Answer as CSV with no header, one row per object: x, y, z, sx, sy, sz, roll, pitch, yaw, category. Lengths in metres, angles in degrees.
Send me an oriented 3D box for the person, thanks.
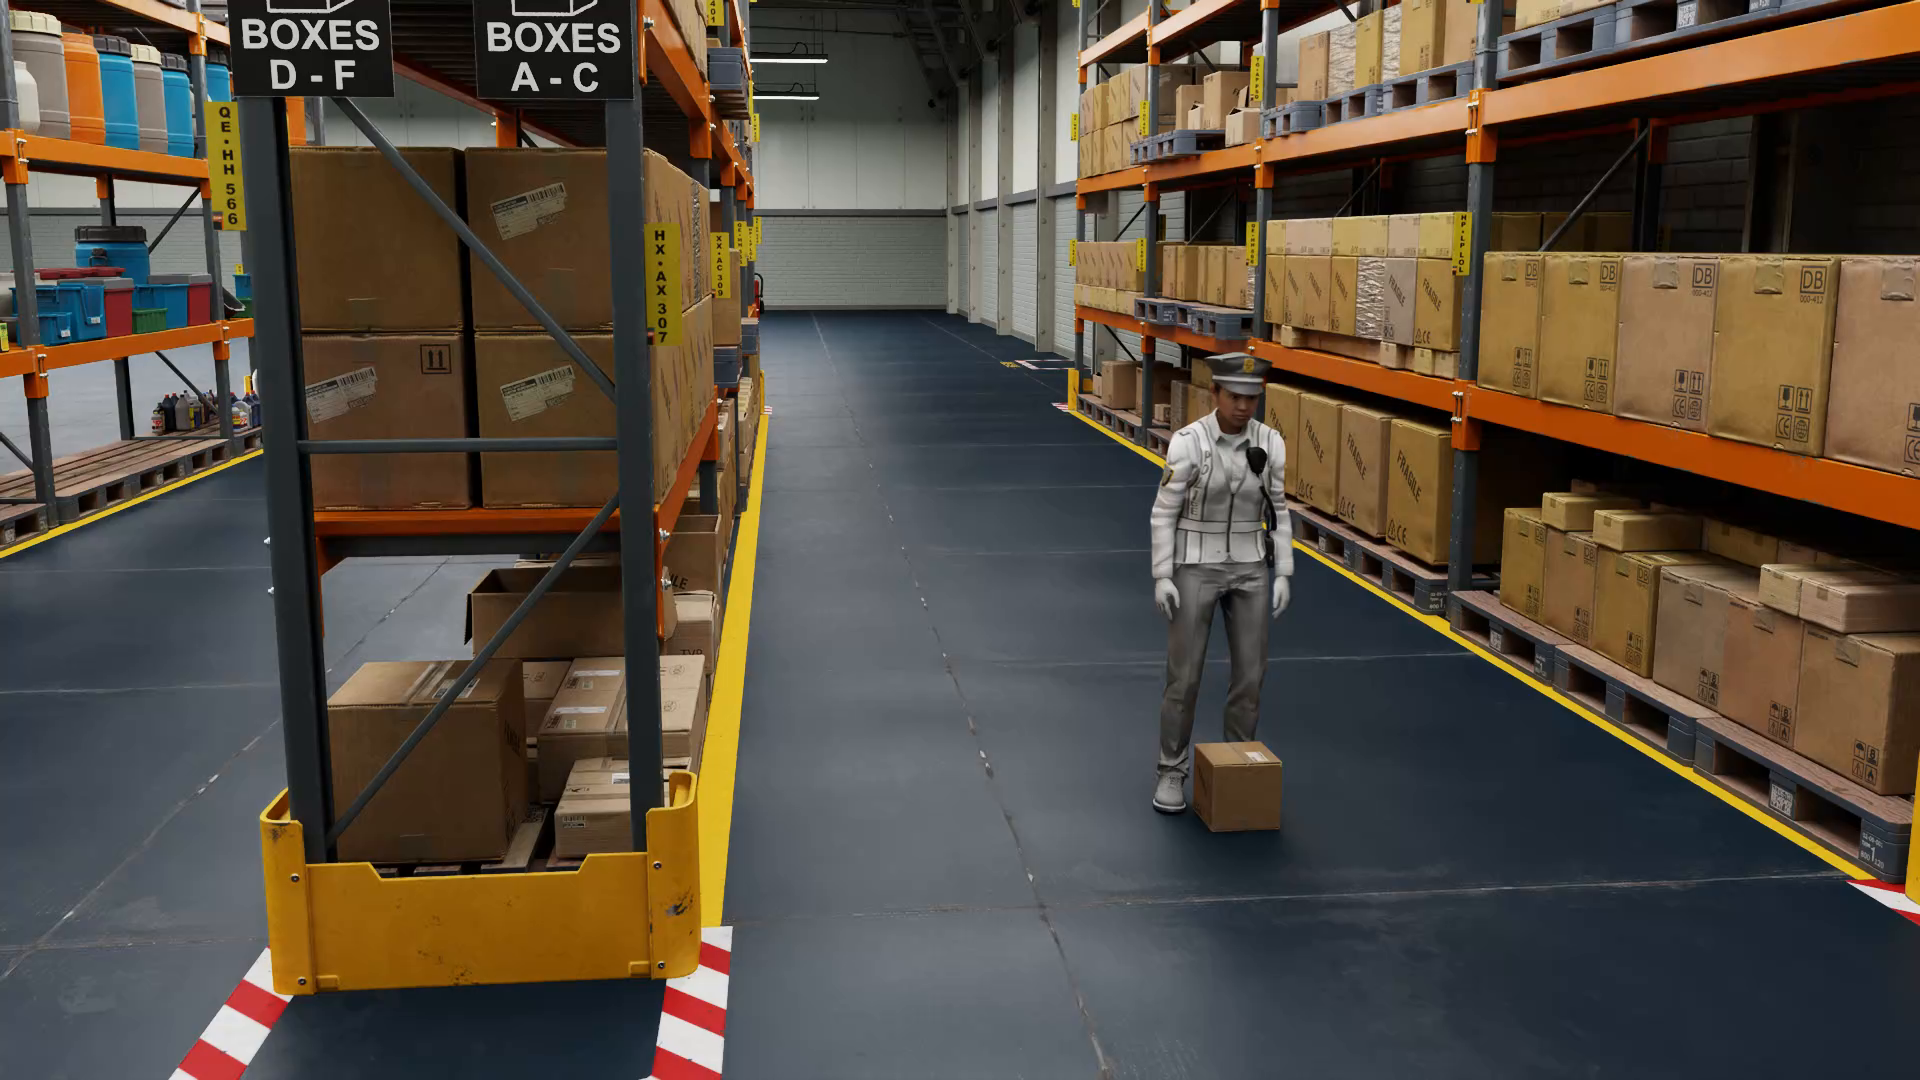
0.959,0.147,6.071,0.531,1.663,0.377,-1,10,-6,person
